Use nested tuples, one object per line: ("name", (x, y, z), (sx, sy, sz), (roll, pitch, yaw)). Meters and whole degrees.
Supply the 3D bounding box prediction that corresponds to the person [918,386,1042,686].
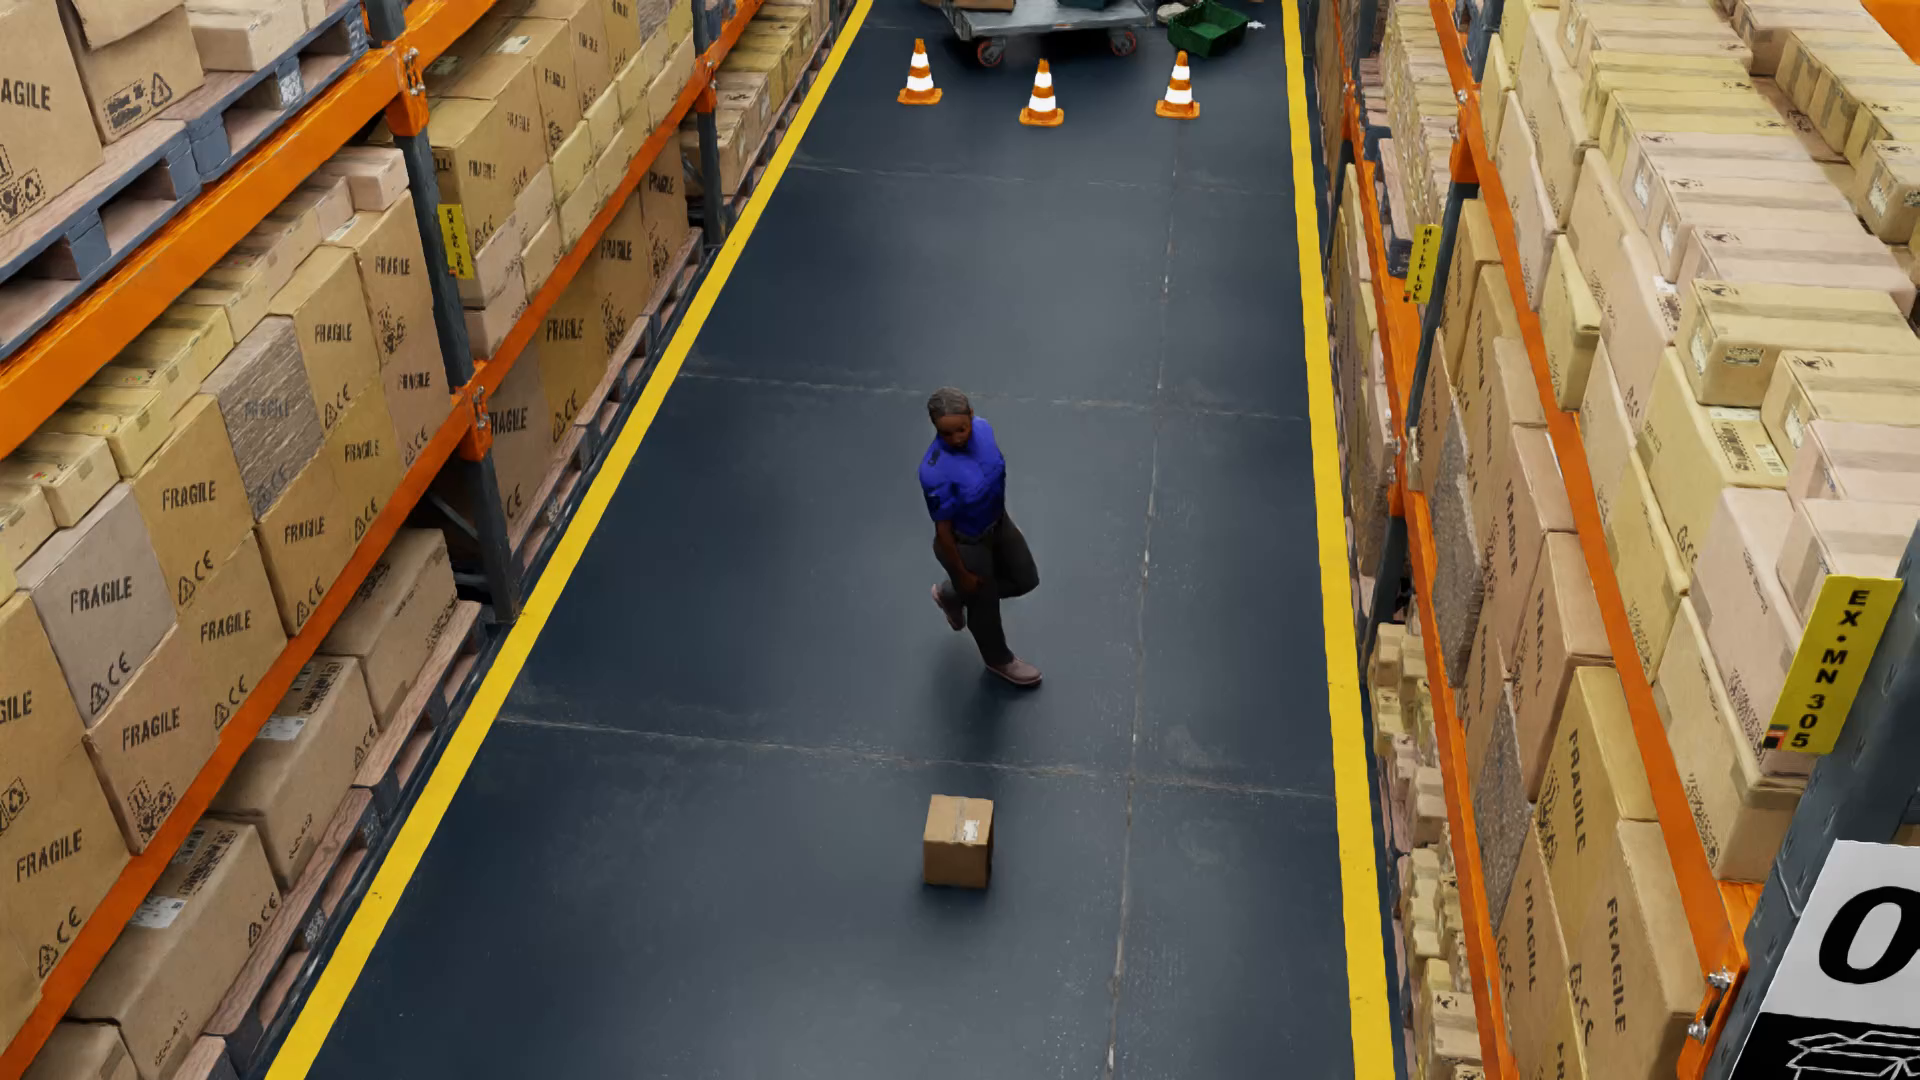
("person", (0.056, -0.008, 7.065), (0.579, 1.611, 0.571), (17, 40, 21))
